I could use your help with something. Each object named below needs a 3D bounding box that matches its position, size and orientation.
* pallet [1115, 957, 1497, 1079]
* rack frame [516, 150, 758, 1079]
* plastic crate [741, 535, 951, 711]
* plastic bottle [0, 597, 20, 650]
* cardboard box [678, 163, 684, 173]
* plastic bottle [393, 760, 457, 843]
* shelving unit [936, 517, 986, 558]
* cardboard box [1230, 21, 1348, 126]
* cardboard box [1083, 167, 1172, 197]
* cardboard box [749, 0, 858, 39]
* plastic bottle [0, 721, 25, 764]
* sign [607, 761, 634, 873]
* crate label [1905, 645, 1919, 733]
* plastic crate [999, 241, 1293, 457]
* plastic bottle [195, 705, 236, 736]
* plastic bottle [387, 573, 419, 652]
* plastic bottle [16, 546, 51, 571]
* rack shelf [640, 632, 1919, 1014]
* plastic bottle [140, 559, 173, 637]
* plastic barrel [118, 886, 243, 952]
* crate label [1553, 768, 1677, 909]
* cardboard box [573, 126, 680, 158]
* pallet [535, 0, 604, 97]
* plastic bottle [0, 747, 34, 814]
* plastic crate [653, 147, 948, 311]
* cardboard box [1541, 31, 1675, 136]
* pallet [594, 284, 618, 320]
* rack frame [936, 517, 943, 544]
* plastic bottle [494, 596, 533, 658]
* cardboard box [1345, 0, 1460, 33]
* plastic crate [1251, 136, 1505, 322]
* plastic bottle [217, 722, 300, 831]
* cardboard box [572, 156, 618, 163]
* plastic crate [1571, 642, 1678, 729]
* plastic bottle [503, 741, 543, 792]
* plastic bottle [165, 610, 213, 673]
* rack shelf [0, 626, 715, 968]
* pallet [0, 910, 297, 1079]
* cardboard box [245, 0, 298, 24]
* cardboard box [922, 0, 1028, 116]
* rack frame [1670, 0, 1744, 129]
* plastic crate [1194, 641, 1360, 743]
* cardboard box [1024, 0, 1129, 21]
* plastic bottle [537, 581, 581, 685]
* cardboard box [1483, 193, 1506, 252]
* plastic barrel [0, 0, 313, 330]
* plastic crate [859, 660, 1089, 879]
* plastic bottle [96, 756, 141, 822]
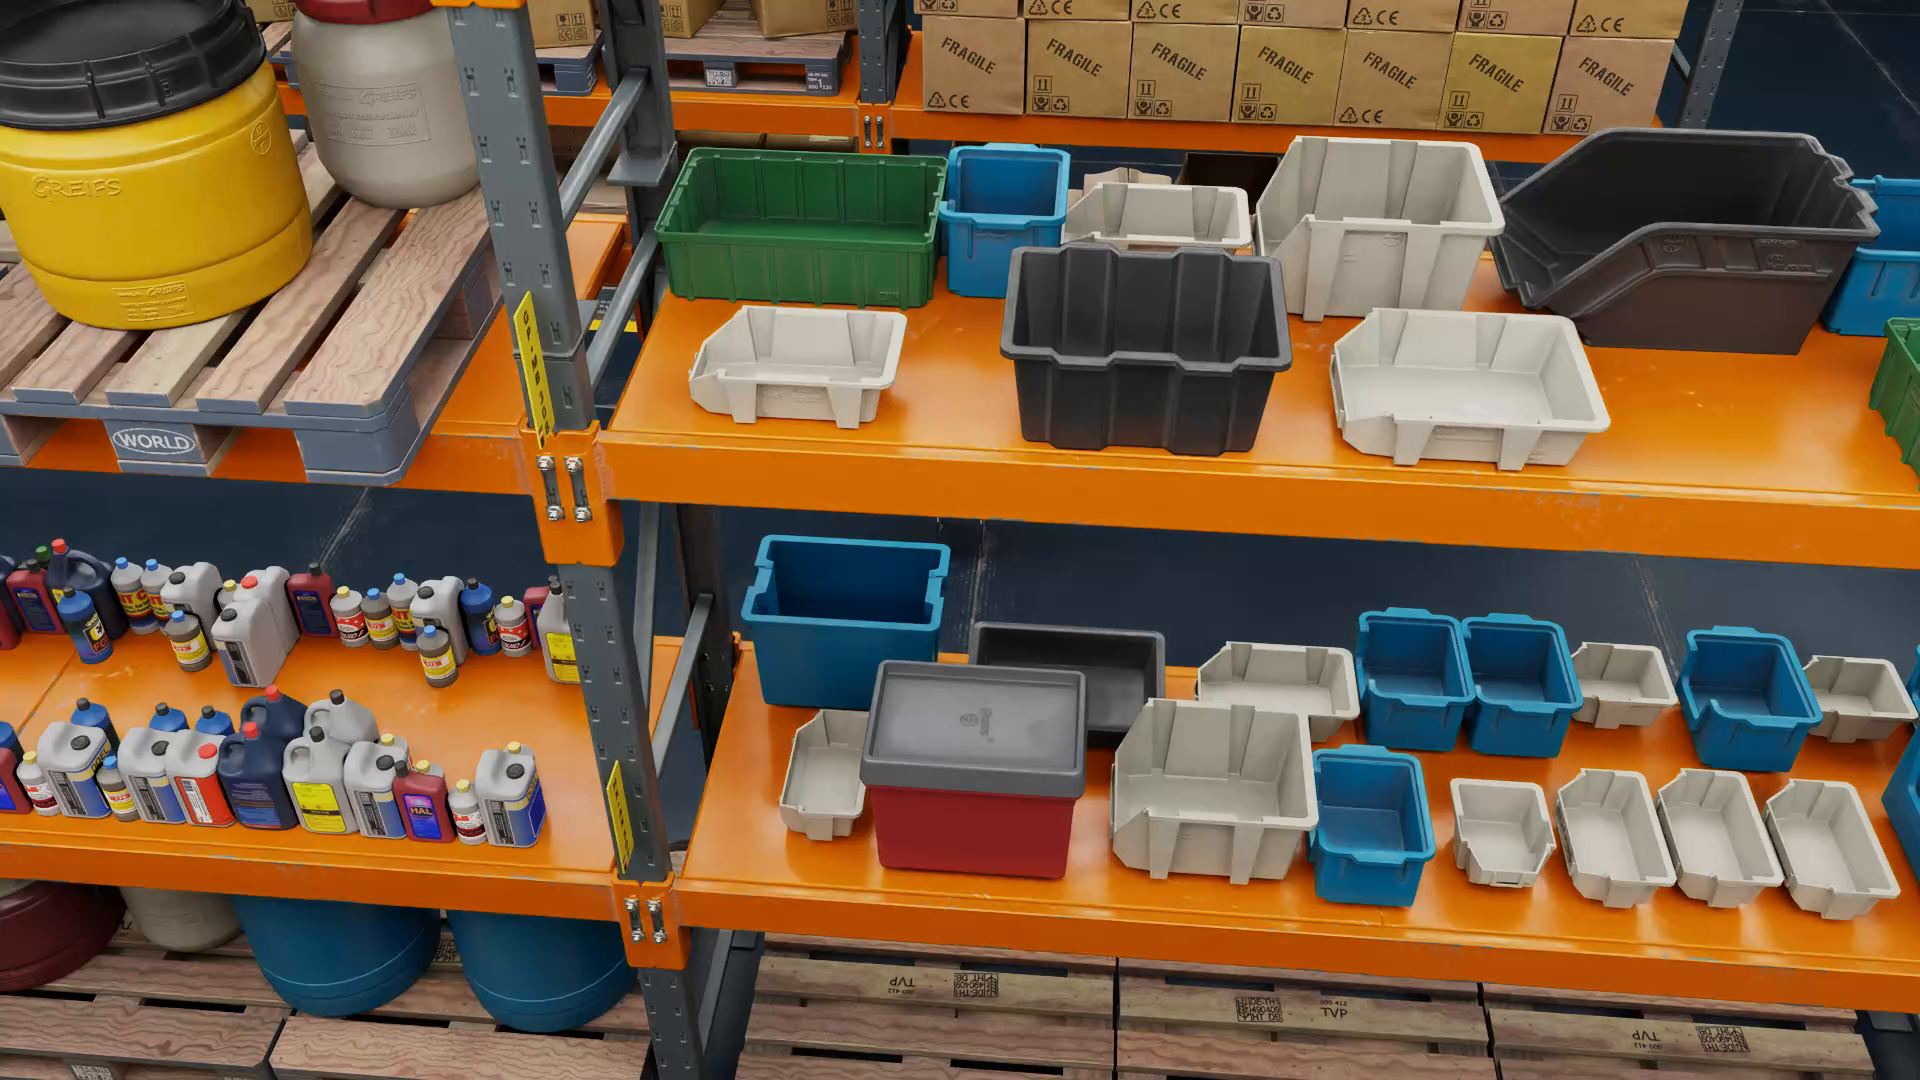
[{"bbox_3d":[1.131,1.638,5.571,1.213,0.211,1.003,3,39,4],"label":"pallet"},{"bbox_3d":[-0.823,0.476,4.789,0.127,3.000,1.000,3,39,4],"label":"rack frame"},{"bbox_3d":[-0.329,0.270,5.008,0.575,0.384,0.392,3,39,4],"label":"plastic crate"},{"bbox_3d":[-3.058,0.220,5.196,0.133,0.283,0.061,3,39,4],"label":"plastic bottle"},{"bbox_3d":[-1.400,-1.719,9.118,0.500,0.500,0.500,3,39,4],"label":"cardboard box"},{"bbox_3d":[-1.478,0.719,4.583,0.133,0.283,0.061,3,39,4],"label":"plastic bottle"},{"bbox_3d":[0.008,-0.349,7.465,0.210,0.900,0.258,3,39,4],"label":"shelving unit"},{"bbox_3d":[1.608,-2.398,8.240,0.500,0.500,0.500,3,39,3],"label":"cardboard box"},{"bbox_3d":[0.947,-1.874,9.457,0.500,0.311,0.500,3,39,4],"label":"cardboard box"},{"bbox_3d":[-0.845,-3.007,8.657,0.500,0.500,0.700,-9,40,-11],"label":"cardboard box"},{"bbox_3d":[-2.721,0.606,4.732,0.097,0.271,0.097,0,39,0],"label":"plastic bottle"},{"bbox_3d":[-0.873,0.714,4.277,0.005,0.325,0.100,3,39,4],"label":"sign"},{"bbox_3d":[2.944,0.515,4.826,0.303,0.233,0.416,3,39,4],"label":"crate label"},{"bbox_3d":[0.391,-0.397,3.589,0.590,0.269,0.497,3,39,4],"label":"plastic crate"},{"bbox_3d":[-2.118,0.581,4.762,0.097,0.271,0.097,0,39,0],"label":"plastic bottle"},{"bbox_3d":[-1.729,0.217,5.209,0.097,0.271,0.097,0,39,0],"label":"plastic bottle"},{"bbox_3d":[-2.913,0.137,5.299,0.133,0.283,0.061,3,39,4],"label":"plastic bottle"},{"bbox_3d":[1.169,0.864,4.883,4.000,0.370,1.077,3,39,4],"label":"rack shelf"},{"bbox_3d":[-2.518,0.174,5.262,0.097,0.271,0.097,0,39,0],"label":"plastic bottle"},{"bbox_3d":[-2.624,1.112,5.646,0.421,0.512,0.421,0,39,0],"label":"plastic barrel"},{"bbox_3d":[1.767,0.817,4.531,0.243,0.136,0.396,3,39,4],"label":"crate label"},{"bbox_3d":[-1.849,-2.365,9.317,0.500,0.250,0.500,3,39,4],"label":"cardboard box"},{"bbox_3d":[-2.439,-2.680,8.818,1.213,0.211,1.003,3,39,4],"label":"pallet"},{"bbox_3d":[-2.710,0.652,4.666,0.133,0.283,0.061,3,39,4],"label":"plastic bottle"},{"bbox_3d":[-0.375,-0.772,4.114,0.662,0.188,0.450,3,39,4],"label":"plastic crate"},{"bbox_3d":[3.123,-2.313,8.137,0.500,0.500,0.500,4,39,5],"label":"cardboard box"},{"bbox_3d":[-2.424,-1.643,9.601,1.213,0.211,1.003,3,39,4],"label":"pallet"},{"bbox_3d":[-0.093,-0.354,7.472,0.006,0.900,0.240,3,39,4],"label":"rack frame"},{"bbox_3d":[-1.401,0.263,5.209,0.097,0.201,0.097,0,39,0],"label":"plastic bottle"},{"bbox_3d":[2.106,-2.752,7.883,0.500,0.500,0.500,4,39,5],"label":"cardboard box"},{"bbox_3d":[0.980,-0.739,3.999,0.530,0.282,0.437,3,39,4],"label":"plastic crate"},{"bbox_3d":[-1.951,0.641,4.626,0.185,0.351,0.144,3,39,4],"label":"plastic bottle"},{"bbox_3d":[-1.883,-2.074,9.554,0.500,0.500,0.500,4,39,4],"label":"cardboard box"},{"bbox_3d":[1.956,0.446,4.988,0.298,0.136,0.250,3,39,4],"label":"plastic crate"},{"bbox_3d":[-1.252,0.655,4.726,0.097,0.201,0.097,0,39,0],"label":"plastic bottle"},{"bbox_3d":[-2.397,0.304,5.157,0.097,0.201,0.097,0,39,0],"label":"plastic bottle"},{"bbox_3d":[-2.816,0.646,5.150,4.000,0.370,1.077,3,39,4],"label":"rack shelf"},{"bbox_3d":[-2.807,1.424,5.833,1.213,0.211,1.003,3,39,4],"label":"pallet"},{"bbox_3d":[-3.740,-3.095,8.765,0.500,0.500,0.700,-9,40,-11],"label":"cardboard box"},{"bbox_3d":[0.092,-2.479,8.340,0.500,0.500,0.500,4,39,5],"label":"cardboard box"},{"bbox_3d":[3.593,-2.421,8.349,0.127,3.000,1.000,3,39,4],"label":"rack frame"},{"bbox_3d":[0.938,0.461,4.969,0.466,0.136,0.293,3,39,4],"label":"plastic crate"},{"bbox_3d":[0.567,-2.835,7.986,0.500,0.500,0.500,2,39,2],"label":"cardboard box"},{"bbox_3d":[-1.186,0.270,5.082,0.185,0.351,0.144,3,39,4],"label":"plastic bottle"},{"bbox_3d":[3.030,-1.497,8.845,0.500,0.500,0.500,3,39,4],"label":"cardboard box"},{"bbox_3d":[-1.750,-0.845,3.555,0.600,0.588,0.600,0,39,0],"label":"plastic barrel"},{"bbox_3d":[0.045,0.634,4.497,0.583,0.464,0.402,3,39,4],"label":"plastic crate"},{"bbox_3d":[-2.362,0.691,4.682,0.097,0.201,0.097,0,39,0],"label":"plastic bottle"}]
